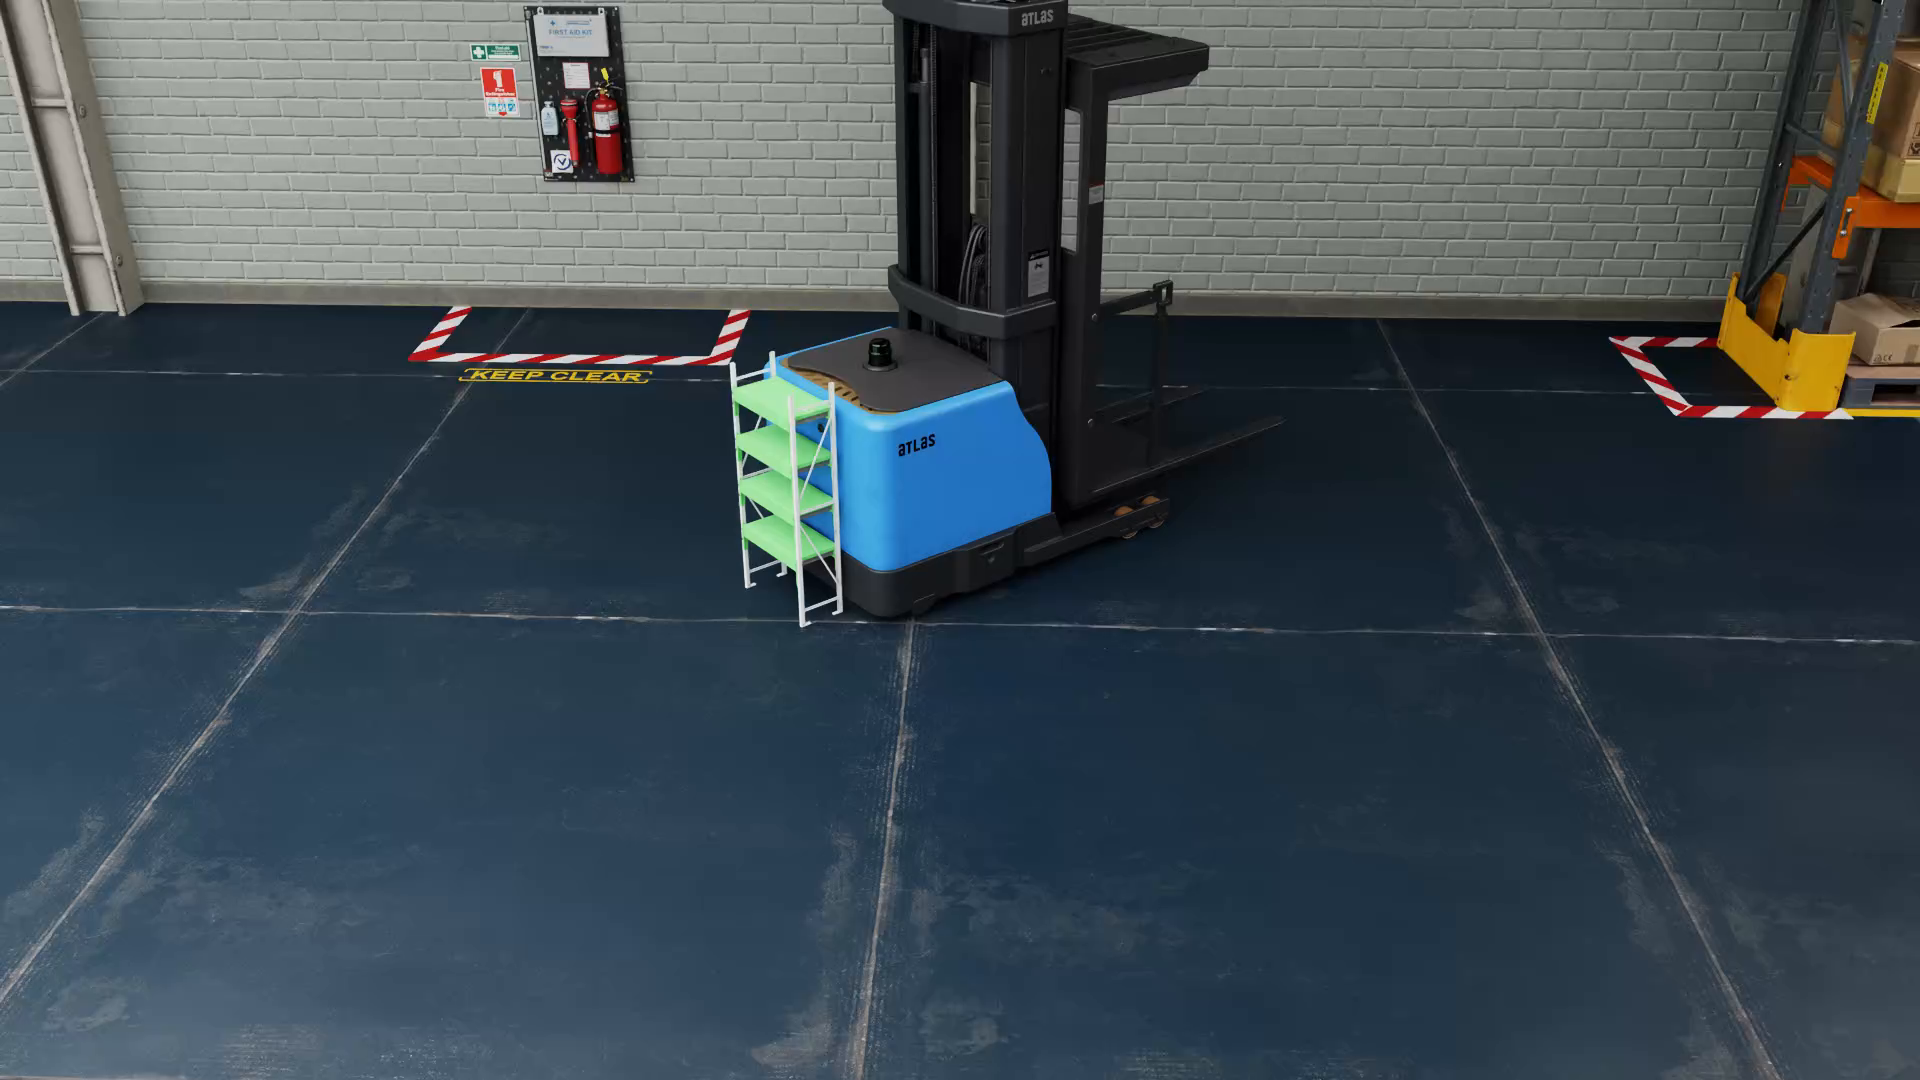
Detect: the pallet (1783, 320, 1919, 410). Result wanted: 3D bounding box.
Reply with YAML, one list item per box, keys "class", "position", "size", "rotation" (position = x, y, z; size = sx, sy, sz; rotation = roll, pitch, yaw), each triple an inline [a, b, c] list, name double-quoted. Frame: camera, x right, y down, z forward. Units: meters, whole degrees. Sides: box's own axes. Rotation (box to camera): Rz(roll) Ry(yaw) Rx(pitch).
- class: "pallet"
  position: [6.073, -1.128, 10.652]
  size: [1.213, 0.211, 1.003]
  rotation: [1, 28, 2]

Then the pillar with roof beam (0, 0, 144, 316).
- class: "pillar with roof beam"
  position: [-6.228, -3.618, 5.967]
  size: [0.400, 9.000, 9.100]
  rotation: [1, 28, 2]

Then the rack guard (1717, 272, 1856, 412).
- class: "rack guard"
  position: [5.263, -1.285, 10.641]
  size: [0.348, 0.500, 1.175]
  rotation: [1, 28, 2]

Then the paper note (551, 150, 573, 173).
- class: "paper note"
  position: [-2.722, -2.588, 11.370]
  size: [0.142, 0.148, 0.016]
  rotation: [1, 28, 2]

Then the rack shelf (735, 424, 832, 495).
- class: "rack shelf"
  position: [-0.821, -0.393, 7.834]
  size: [0.258, 0.148, 0.480]
  rotation: [-21, 34, -34]

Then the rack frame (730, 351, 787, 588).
- class: "rack frame"
  position: [-0.974, -0.326, 8.085]
  size: [0.240, 1.200, 0.015]
  rotation: [-21, 34, -34]

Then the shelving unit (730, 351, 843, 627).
- class: "shelving unit"
  position: [-0.821, -0.237, 7.917]
  size: [0.258, 1.200, 0.503]
  rotation: [-21, 34, -34]

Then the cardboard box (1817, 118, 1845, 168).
- class: "cardboard box"
  position: [5.661, -2.416, 10.245]
  size: [0.500, 0.250, 0.500]
  rotation: [1, 28, 3]

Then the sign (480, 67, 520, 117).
- class: "sign"
  position: [-3.097, -3.015, 11.197]
  size: [0.234, 0.329, 0.001]
  rotation: [1, 28, 2]

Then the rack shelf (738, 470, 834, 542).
- class: "rack shelf"
  position: [-0.821, -0.181, 7.946]
  size: [0.258, 0.148, 0.480]
  rotation: [-21, 34, -34]

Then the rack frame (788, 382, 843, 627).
- class: "rack frame"
  position: [-0.668, -0.148, 7.748]
  size: [0.240, 1.200, 0.015]
  rotation: [-21, 34, -34]

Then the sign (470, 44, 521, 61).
- class: "sign"
  position: [-3.093, -3.245, 11.065]
  size: [0.331, 0.109, 0.001]
  rotation: [1, 28, 2]

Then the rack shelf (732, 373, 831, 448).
- class: "rack shelf"
  position: [-0.821, -0.605, 7.722]
  size: [0.258, 0.148, 0.480]
  rotation: [-21, 34, -34]

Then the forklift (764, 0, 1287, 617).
- class: "forklift"
  position: [0.495, -1.478, 8.408]
  size: [3.031, 2.935, 1.130]
  rotation: [-20, 34, -33]

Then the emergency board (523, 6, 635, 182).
- class: "emergency board"
  position: [-2.548, -2.942, 11.097]
  size: [0.643, 1.169, 0.194]
  rotation: [1, 28, 2]

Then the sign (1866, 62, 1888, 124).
- class: "sign"
  position: [5.168, -2.519, 9.376]
  size: [0.005, 0.325, 0.100]
  rotation: [1, 28, 2]

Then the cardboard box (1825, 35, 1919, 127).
- class: "cardboard box"
  position: [5.665, -2.756, 10.085]
  size: [0.500, 0.500, 0.500]
  rotation: [1, 28, 1]

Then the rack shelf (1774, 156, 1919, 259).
- class: "rack shelf"
  position: [7.185, -2.040, 10.164]
  size: [4.000, 0.370, 1.077]
  rotation: [1, 28, 2]

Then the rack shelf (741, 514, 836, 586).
- class: "rack shelf"
  position: [-0.821, 0.031, 8.059]
  size: [0.258, 0.148, 0.480]
  rotation: [-21, 34, -34]

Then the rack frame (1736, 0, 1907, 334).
- class: "rack frame"
  position: [5.187, -2.391, 10.058]
  size: [0.127, 3.000, 1.000]
  rotation: [1, 28, 2]

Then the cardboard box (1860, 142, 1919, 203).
- class: "cardboard box"
  position: [5.663, -2.177, 9.792]
  size: [0.500, 0.250, 0.500]
  rotation: [0, 28, 0]

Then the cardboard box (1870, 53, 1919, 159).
- class: "cardboard box"
  position: [5.653, -2.516, 9.632]
  size: [0.500, 0.500, 0.500]
  rotation: [1, 28, 2]

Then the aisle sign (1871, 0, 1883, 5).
- class: "aisle sign"
  position: [5.104, -3.400, 9.186]
  size: [0.004, 0.787, 0.394]
  rotation: [1, 28, 2]

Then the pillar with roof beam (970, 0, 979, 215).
- class: "pillar with roof beam"
  position: [-0.231, -3.519, 5.780]
  size: [0.400, 9.000, 9.100]
  rotation: [1, 28, 2]

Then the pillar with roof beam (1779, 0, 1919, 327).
- class: "pillar with roof beam"
  position: [5.765, -3.420, 5.593]
  size: [0.400, 9.000, 9.100]
  rotation: [1, 28, 2]

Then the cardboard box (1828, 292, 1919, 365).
- class: "cardboard box"
  position: [5.875, -1.344, 10.483]
  size: [0.500, 0.311, 0.500]
  rotation: [-2, 28, -4]
